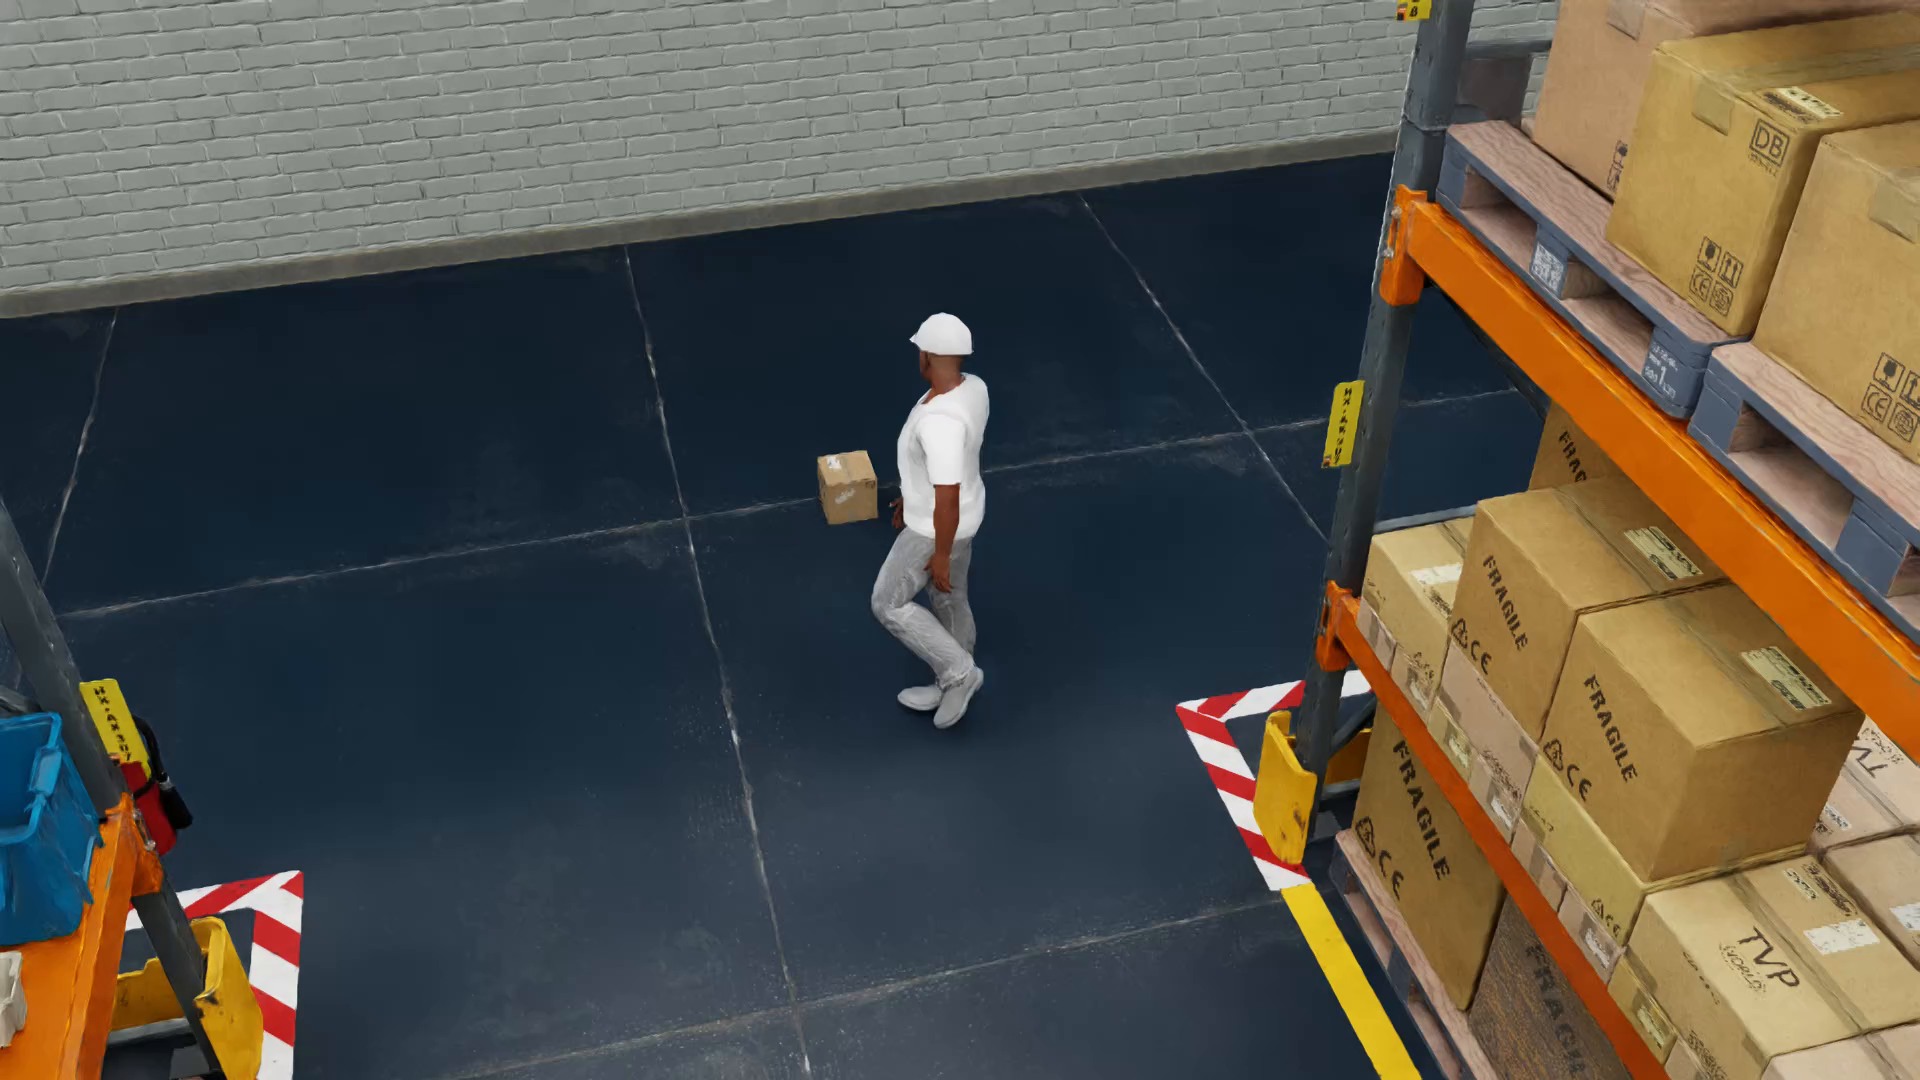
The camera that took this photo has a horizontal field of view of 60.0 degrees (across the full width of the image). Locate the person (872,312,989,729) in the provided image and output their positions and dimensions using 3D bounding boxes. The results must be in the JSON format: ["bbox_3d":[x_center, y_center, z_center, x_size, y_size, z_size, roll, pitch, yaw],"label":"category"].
[{"bbox_3d":[-0.096,-0.061,6.776,0.485,1.734,0.751,6,38,8],"label":"person"}]
